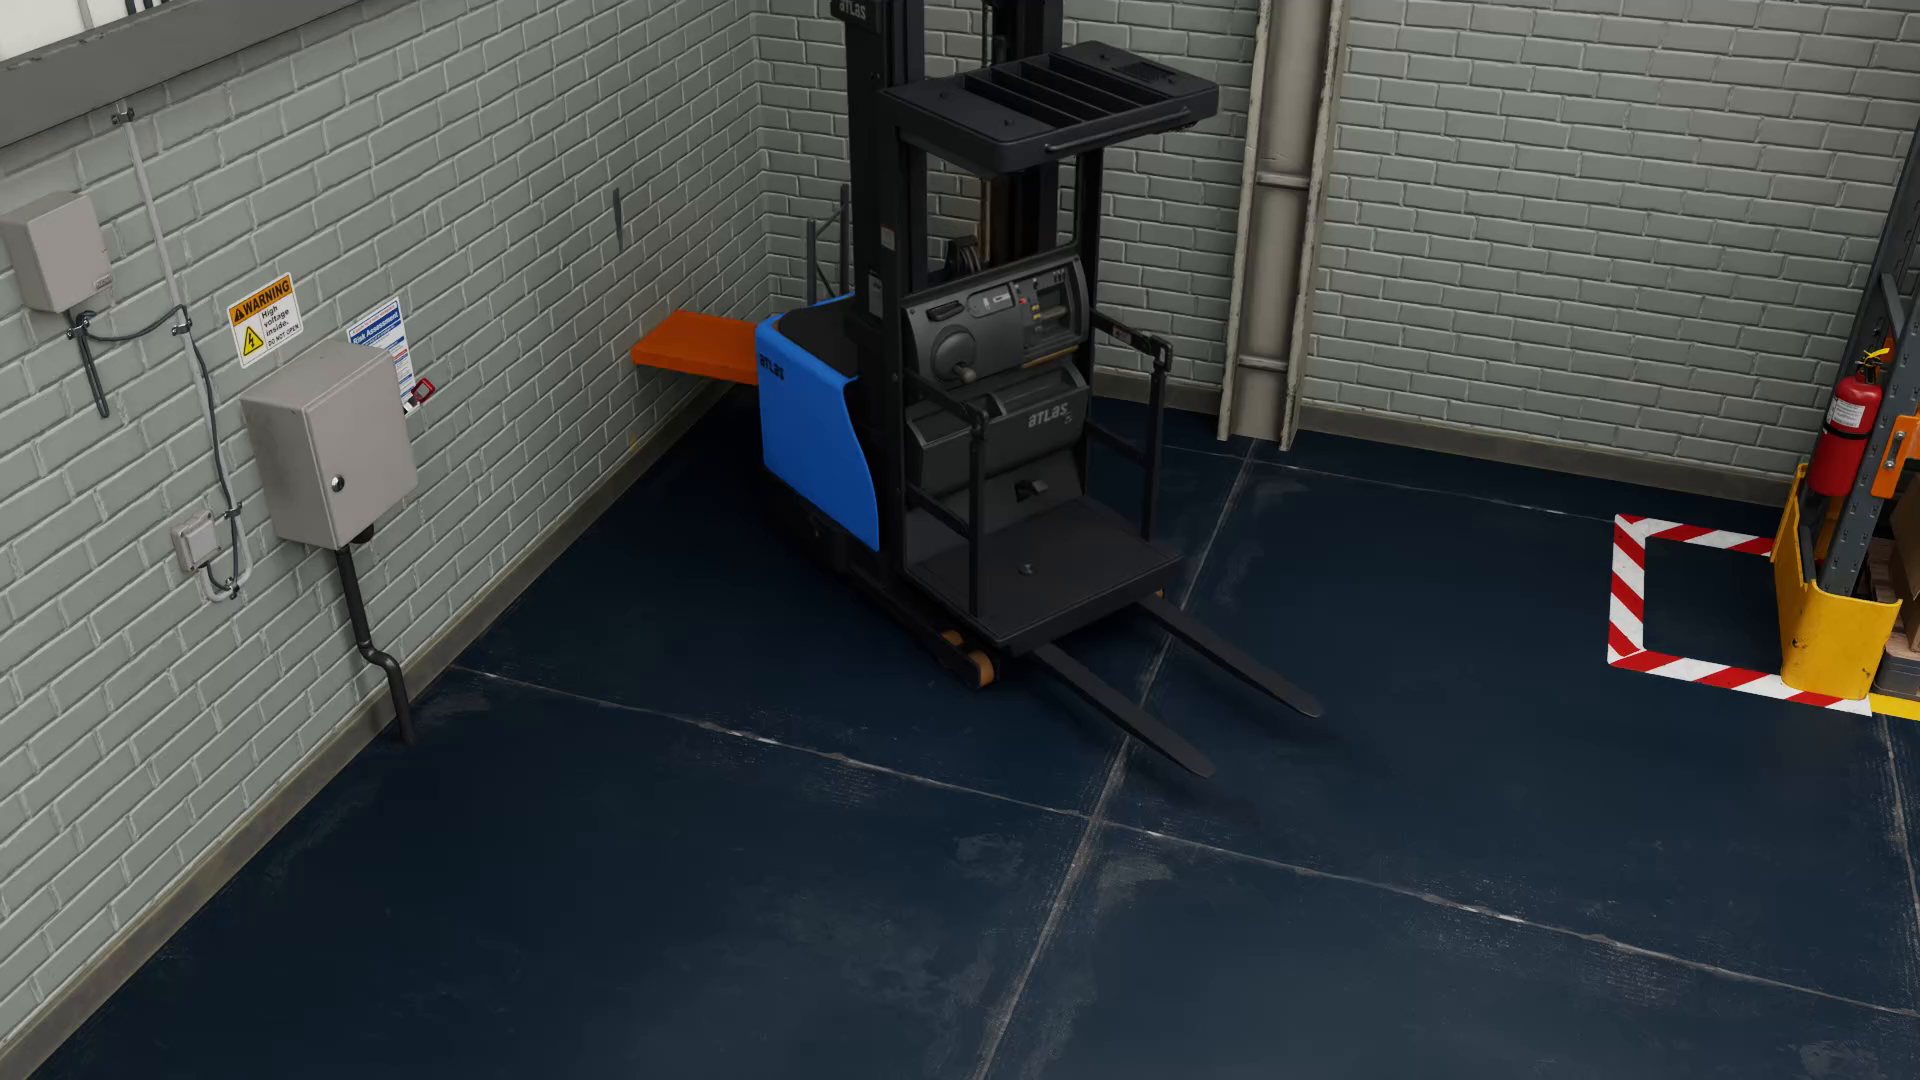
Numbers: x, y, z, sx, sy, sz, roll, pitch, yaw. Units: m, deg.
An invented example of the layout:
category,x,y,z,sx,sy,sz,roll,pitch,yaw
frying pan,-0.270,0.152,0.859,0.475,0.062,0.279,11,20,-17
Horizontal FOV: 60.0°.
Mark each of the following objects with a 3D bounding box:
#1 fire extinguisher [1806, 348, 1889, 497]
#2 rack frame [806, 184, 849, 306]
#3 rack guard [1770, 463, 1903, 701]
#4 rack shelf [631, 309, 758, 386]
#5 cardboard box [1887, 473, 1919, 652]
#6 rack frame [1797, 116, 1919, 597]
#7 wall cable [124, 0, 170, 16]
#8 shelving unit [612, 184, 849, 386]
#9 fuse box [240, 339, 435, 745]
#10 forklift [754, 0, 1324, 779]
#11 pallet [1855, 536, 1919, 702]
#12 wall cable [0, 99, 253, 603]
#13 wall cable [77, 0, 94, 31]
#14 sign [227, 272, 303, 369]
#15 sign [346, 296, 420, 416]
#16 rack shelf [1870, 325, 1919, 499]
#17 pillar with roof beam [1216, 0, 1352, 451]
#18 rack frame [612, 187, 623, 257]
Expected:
category,x,y,z,sx,sy,sz,roll,pitch,yaw
fire extinguisher,3.581,-0.502,6.677,0.183,0.674,0.296,11,34,16
rack frame,-0.665,-1.000,8.413,0.032,1.500,0.500,11,35,13
rack guard,3.947,0.164,7.535,0.348,0.500,1.175,11,34,16
rack shelf,-1.159,-0.949,8.624,1.000,0.185,0.538,11,35,13
cardboard box,4.419,0.133,7.194,0.637,0.503,0.797,10,34,15
rack frame,3.875,-0.900,6.879,0.127,3.000,1.000,11,34,16
wall cable,-2.014,-3.597,5.491,0.133,3.039,2.988,11,34,16
shelving unit,-1.160,-1.100,8.527,1.083,1.500,0.587,11,35,13
fuse box,-2.266,0.111,6.501,0.414,1.711,0.539,11,34,16
forklift,0.301,-0.887,6.922,1.130,2.935,3.031,-22,39,-31
pallet,4.698,0.431,7.388,1.213,0.211,1.003,11,34,16
wall cable,-2.644,-0.538,5.381,0.122,1.984,0.588,11,34,16
wall cable,-2.989,-2.166,3.308,0.029,3.000,2.355,11,34,16
sign,-2.479,-0.787,5.943,0.001,0.242,0.339,11,34,16
sign,-2.294,-0.681,6.627,0.001,0.494,0.329,11,34,16
rack shelf,5.758,-0.232,6.507,4.000,0.370,1.077,11,34,16
pillar with roof beam,0.189,-2.176,3.324,0.400,9.000,9.100,11,34,16
rack frame,-1.638,-1.197,8.636,0.032,1.500,0.500,11,35,13
